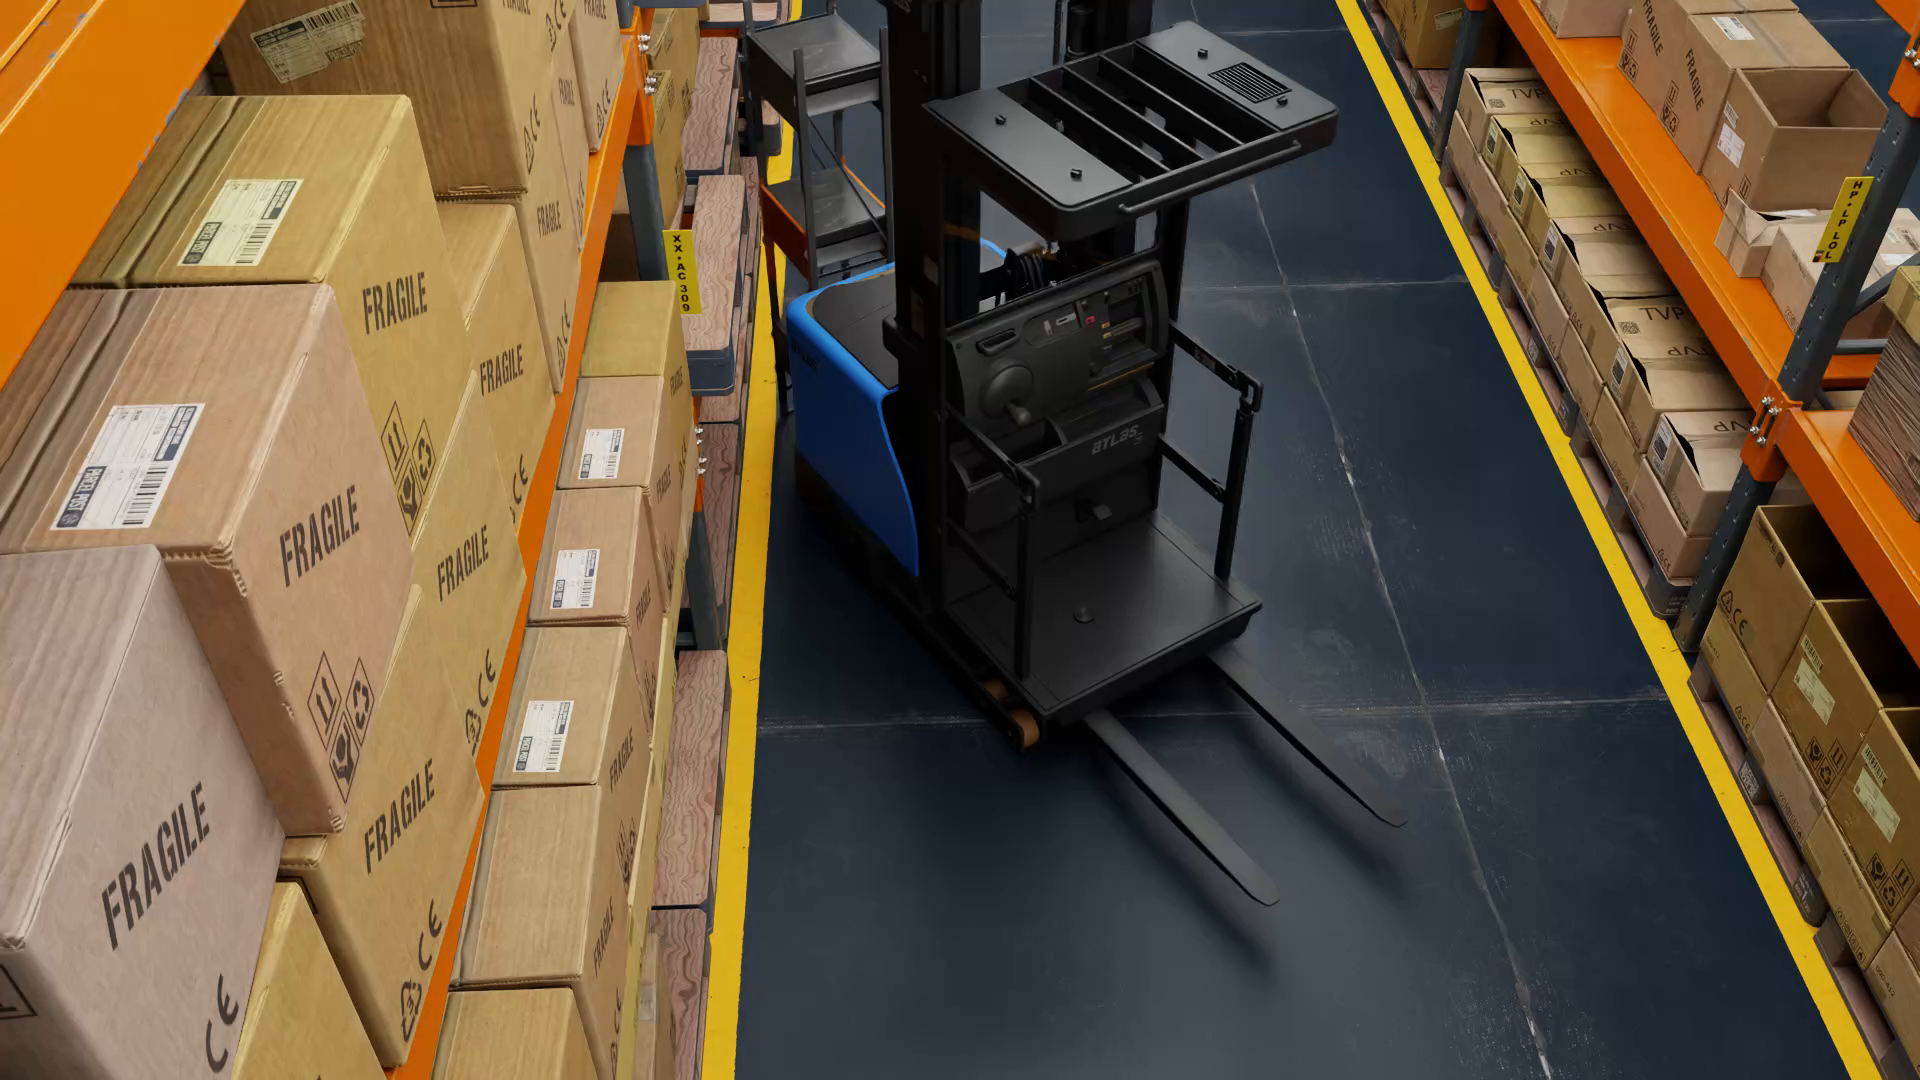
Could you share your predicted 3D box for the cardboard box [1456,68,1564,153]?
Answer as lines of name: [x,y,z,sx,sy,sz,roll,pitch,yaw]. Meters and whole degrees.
cardboard box: [3.045,-2.376,9.081,0.500,0.311,0.500,0,43,0]

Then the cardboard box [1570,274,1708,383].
cardboard box: [3.135,-0.990,7.569,0.500,0.311,0.500,-2,43,-2]

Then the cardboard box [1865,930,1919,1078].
cardboard box: [3.262,1.504,5.263,0.500,0.250,0.500,-2,43,-2]

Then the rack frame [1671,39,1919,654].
rack frame: [3.486,-0.689,5.932,1.000,3.000,0.127,-2,43,-2]

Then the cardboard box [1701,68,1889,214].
cardboard box: [3.447,-1.601,6.852,0.500,0.500,0.500,1,43,1]

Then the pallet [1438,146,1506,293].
pallet: [3.312,-1.805,9.212,1.003,0.211,1.213,-2,43,-2]

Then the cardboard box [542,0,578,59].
cardboard box: [-1.137,-1.361,3.616,0.500,0.500,0.500,0,43,1]

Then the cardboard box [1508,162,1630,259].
cardboard box: [3.095,-1.677,8.318,0.500,0.311,0.500,-3,43,-3]

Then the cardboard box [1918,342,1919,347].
cardboard box: [3.315,-0.609,5.290,0.380,0.149,0.250,-1,43,-1]

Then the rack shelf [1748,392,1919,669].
rack shelf: [3.571,0.926,4.702,1.077,0.370,4.000,-2,43,-2]

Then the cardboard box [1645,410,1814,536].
cardboard box: [3.182,-0.302,6.819,0.500,0.311,0.500,-2,43,-2]

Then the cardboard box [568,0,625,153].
cardboard box: [-1.195,-1.359,4.354,0.500,0.500,0.500,-1,43,-1]

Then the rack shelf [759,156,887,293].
rack shelf: [-0.575,-1.293,7.276,0.431,0.518,0.480,-20,46,-21]

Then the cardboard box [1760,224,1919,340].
cardboard box: [3.421,-0.965,6.344,0.500,0.250,0.500,1,43,1]

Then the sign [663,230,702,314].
sign: [-0.921,-0.884,5.504,0.100,0.325,0.005,-2,43,-2]

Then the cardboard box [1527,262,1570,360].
cardboard box: [3.117,-1.133,8.139,0.500,0.250,0.500,-1,43,-1]

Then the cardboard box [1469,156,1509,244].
cardboard box: [3.067,-1.830,8.900,0.500,0.250,0.500,-3,43,-3]

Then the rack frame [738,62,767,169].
rack frame: [-1.633,-3.245,8.720,1.000,3.000,0.127,-2,43,-2]

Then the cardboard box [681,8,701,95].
cardboard box: [-1.528,-2.287,7.275,0.700,0.500,0.500,-2,43,-2]

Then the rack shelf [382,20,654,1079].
rack shelf: [-1.378,-0.035,3.530,1.077,0.370,4.000,-2,43,-2]

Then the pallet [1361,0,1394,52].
pallet: [3.273,-3.688,11.267,1.003,0.211,1.213,-2,43,-2]

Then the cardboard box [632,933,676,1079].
cardboard box: [-1.238,1.564,4.998,0.700,0.500,0.500,-4,43,-4]

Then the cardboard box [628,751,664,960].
cardboard box: [-1.068,0.830,4.371,0.500,0.250,0.500,-1,43,-1]

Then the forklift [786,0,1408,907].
forklift: [0.495,-0.635,5.923,1.130,2.935,3.031,-24,48,-24]

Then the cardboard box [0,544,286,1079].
cardboard box: [-1.067,0.370,1.727,0.500,0.500,0.500,-4,43,-5]

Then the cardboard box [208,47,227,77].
cardboard box: [-1.678,-1.002,3.964,0.500,0.500,0.500,0,43,0]

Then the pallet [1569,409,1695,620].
pallet: [3.416,-0.158,7.415,1.003,0.211,1.213,-2,43,-2]

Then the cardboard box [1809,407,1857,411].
cardboard box: [3.717,-0.323,6.842,0.500,0.311,0.500,-2,43,-2]

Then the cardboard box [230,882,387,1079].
cardboard box: [-1.058,0.773,2.028,0.500,0.500,0.500,-1,43,-1]

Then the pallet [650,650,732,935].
pallet: [-1.399,0.936,6.223,1.003,0.211,1.213,-2,43,-2]

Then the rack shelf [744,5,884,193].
rack shelf: [-0.575,-1.809,6.803,0.431,0.518,0.480,-20,46,-21]

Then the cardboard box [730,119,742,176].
cardboard box: [-1.550,-2.001,8.887,0.700,0.500,0.500,-1,43,-1]

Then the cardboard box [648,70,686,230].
cardboard box: [-1.467,-1.466,6.379,0.700,0.500,0.500,2,43,3]

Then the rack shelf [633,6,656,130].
rack shelf: [-1.548,-2.735,6.476,1.077,0.370,4.000,-2,43,-2]

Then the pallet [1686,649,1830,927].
pallet: [3.478,0.877,6.287,1.003,0.211,1.213,-2,43,-2]

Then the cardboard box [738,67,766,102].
cardboard box: [-1.533,-3.108,9.850,0.750,0.750,0.750,-2,43,-2]

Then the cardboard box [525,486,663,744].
cardboard box: [-1.097,0.214,4.487,0.500,0.500,0.500,-3,43,-3]

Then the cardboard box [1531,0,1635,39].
cardboard box: [3.161,-2.747,8.243,0.500,0.311,0.500,-2,43,-2]

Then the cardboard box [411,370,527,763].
cardboard box: [-1.071,0.059,2.807,0.500,0.500,0.500,0,43,0]

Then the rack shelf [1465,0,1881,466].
rack shelf: [3.401,-1.774,7.648,1.077,0.370,4.000,-2,43,-2]

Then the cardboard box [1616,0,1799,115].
cardboard box: [3.404,-2.294,7.609,0.500,0.500,0.500,-4,43,-4]

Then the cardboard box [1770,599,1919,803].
cardboard box: [3.222,0.552,5.746,0.500,0.500,0.500,-2,43,-2]

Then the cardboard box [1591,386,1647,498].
cardboard box: [3.159,-0.444,7.388,0.500,0.250,0.500,-2,43,-2]

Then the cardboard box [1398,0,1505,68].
cardboard box: [3.042,-3.255,10.255,0.500,0.500,0.500,0,43,0]

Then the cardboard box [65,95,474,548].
cardboard box: [-1.071,-0.316,2.475,0.500,0.500,0.500,-1,43,-1]

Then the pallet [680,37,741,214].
pallet: [-1.508,-1.839,7.328,1.003,0.211,1.213,-2,43,-2]

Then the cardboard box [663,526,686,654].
cardboard box: [-1.127,0.151,5.111,0.500,0.250,0.500,-1,43,-2]

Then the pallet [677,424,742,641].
pallet: [-1.498,-0.042,7.290,1.003,0.211,1.213,-2,43,-2]

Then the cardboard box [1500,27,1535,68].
cardboard box: [3.582,-2.946,9.918,0.500,0.500,0.500,0,43,0]

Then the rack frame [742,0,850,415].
rack frame: [-0.692,-1.447,7.424,0.400,2.100,0.015,-20,46,-21]

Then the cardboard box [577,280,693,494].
cardboard box: [-1.134,-0.463,5.226,0.500,0.500,0.500,-2,43,-2]

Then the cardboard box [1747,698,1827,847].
cardboard box: [3.219,0.829,5.999,0.500,0.250,0.500,-2,43,-2]

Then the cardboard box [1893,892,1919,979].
cardboard box: [3.259,1.228,5.010,0.500,0.500,0.500,-2,43,-2]

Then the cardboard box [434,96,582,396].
cardboard box: [-1.125,-0.646,3.576,0.500,0.500,0.500,-3,43,-3]

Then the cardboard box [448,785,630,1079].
cardboard box: [-1.040,0.913,3.724,0.500,0.500,0.500,-3,43,-3]

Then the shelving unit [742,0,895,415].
shelving unit: [-0.575,-1.303,7.266,0.431,2.100,0.503,-20,46,-21]

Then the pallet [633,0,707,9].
pallet: [-1.383,-2.001,5.282,1.213,0.211,1.003,-2,43,-2]

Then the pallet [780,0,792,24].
pallet: [-1.640,-3.573,11.142,1.003,0.211,1.213,-2,43,-2]
